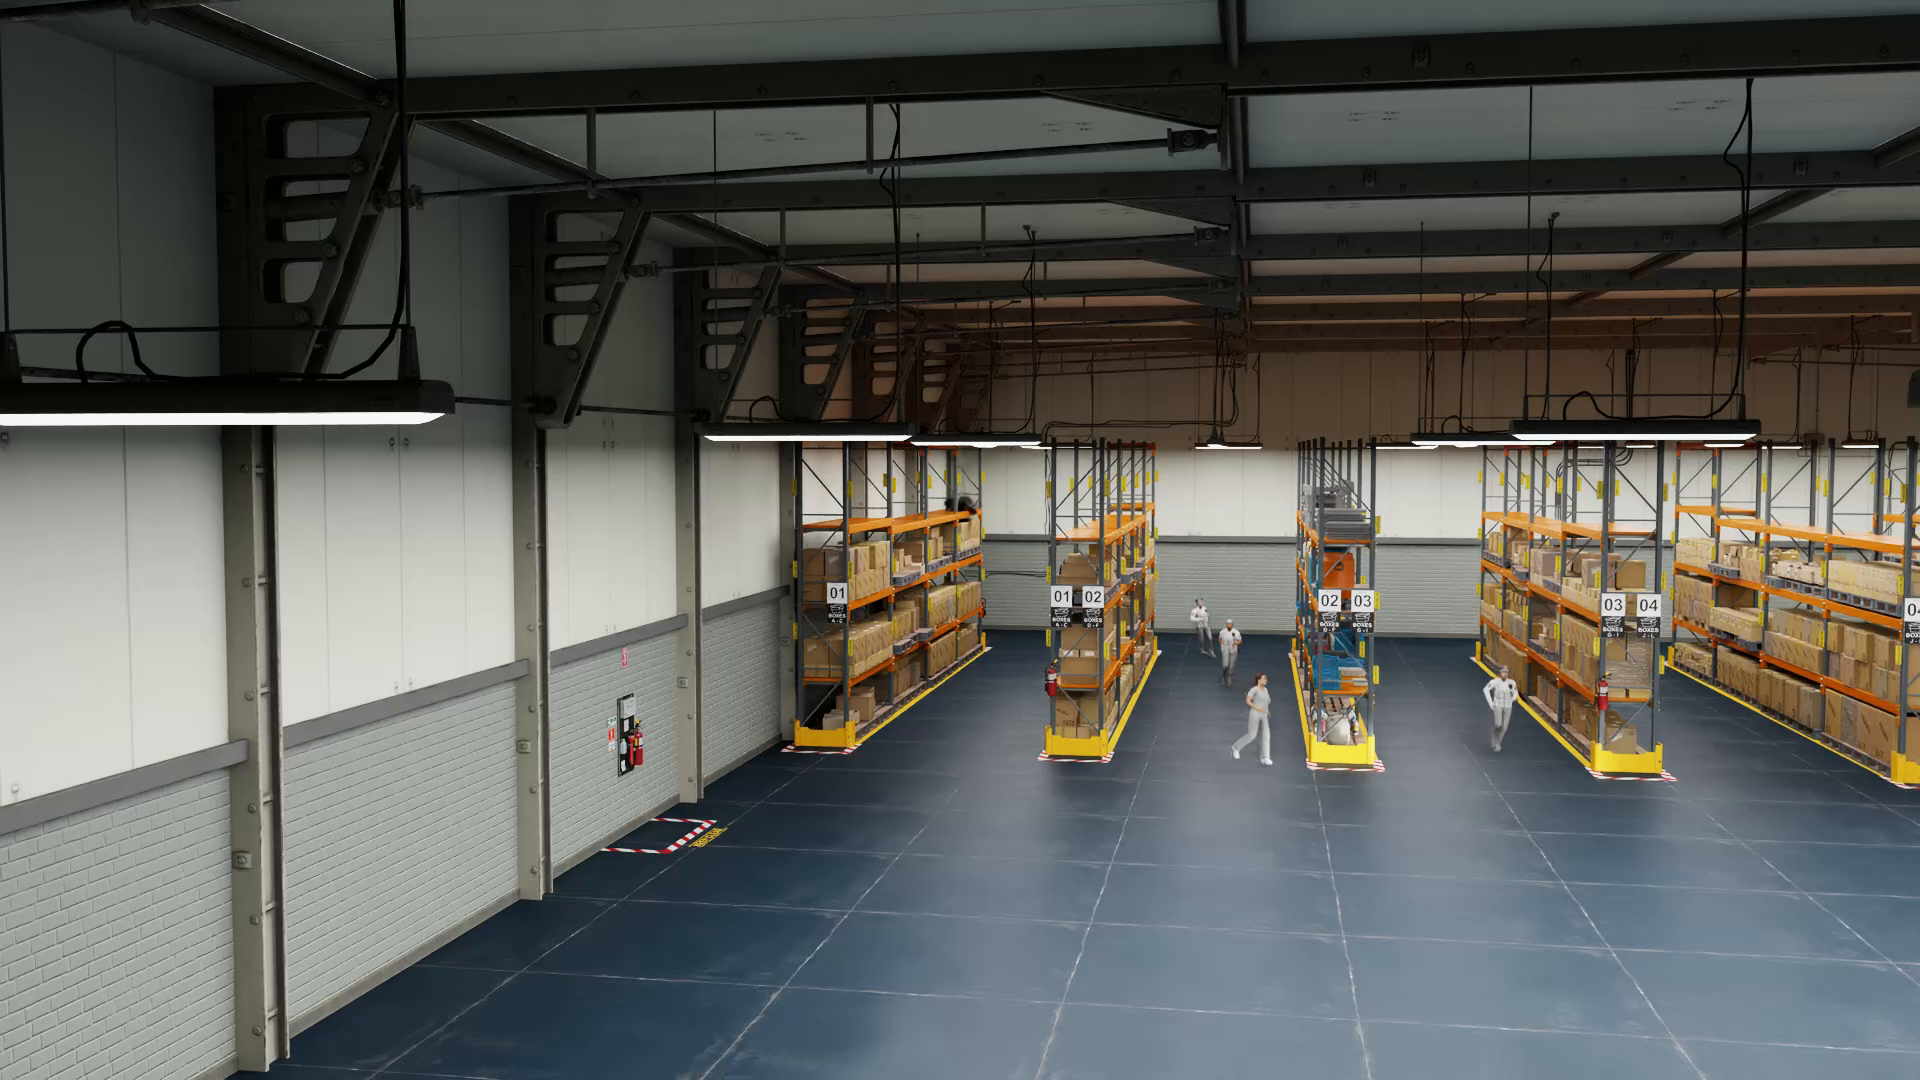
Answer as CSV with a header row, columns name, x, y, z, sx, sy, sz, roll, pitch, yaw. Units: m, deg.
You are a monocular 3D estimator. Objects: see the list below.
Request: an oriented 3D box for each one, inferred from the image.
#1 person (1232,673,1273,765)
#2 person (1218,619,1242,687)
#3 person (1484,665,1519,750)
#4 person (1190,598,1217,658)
name,x,y,z,sx,sy,sz,roll,pitch,yaw
person,5.524,3.266,30.652,0.620,1.622,0.948,-2,4,-36
person,6.581,2.763,40.554,0.579,1.669,0.643,1,3,11
person,10.365,3.206,31.767,0.614,1.651,0.594,0,3,4
person,6.737,2.453,46.471,0.691,1.696,0.769,-1,3,-13
